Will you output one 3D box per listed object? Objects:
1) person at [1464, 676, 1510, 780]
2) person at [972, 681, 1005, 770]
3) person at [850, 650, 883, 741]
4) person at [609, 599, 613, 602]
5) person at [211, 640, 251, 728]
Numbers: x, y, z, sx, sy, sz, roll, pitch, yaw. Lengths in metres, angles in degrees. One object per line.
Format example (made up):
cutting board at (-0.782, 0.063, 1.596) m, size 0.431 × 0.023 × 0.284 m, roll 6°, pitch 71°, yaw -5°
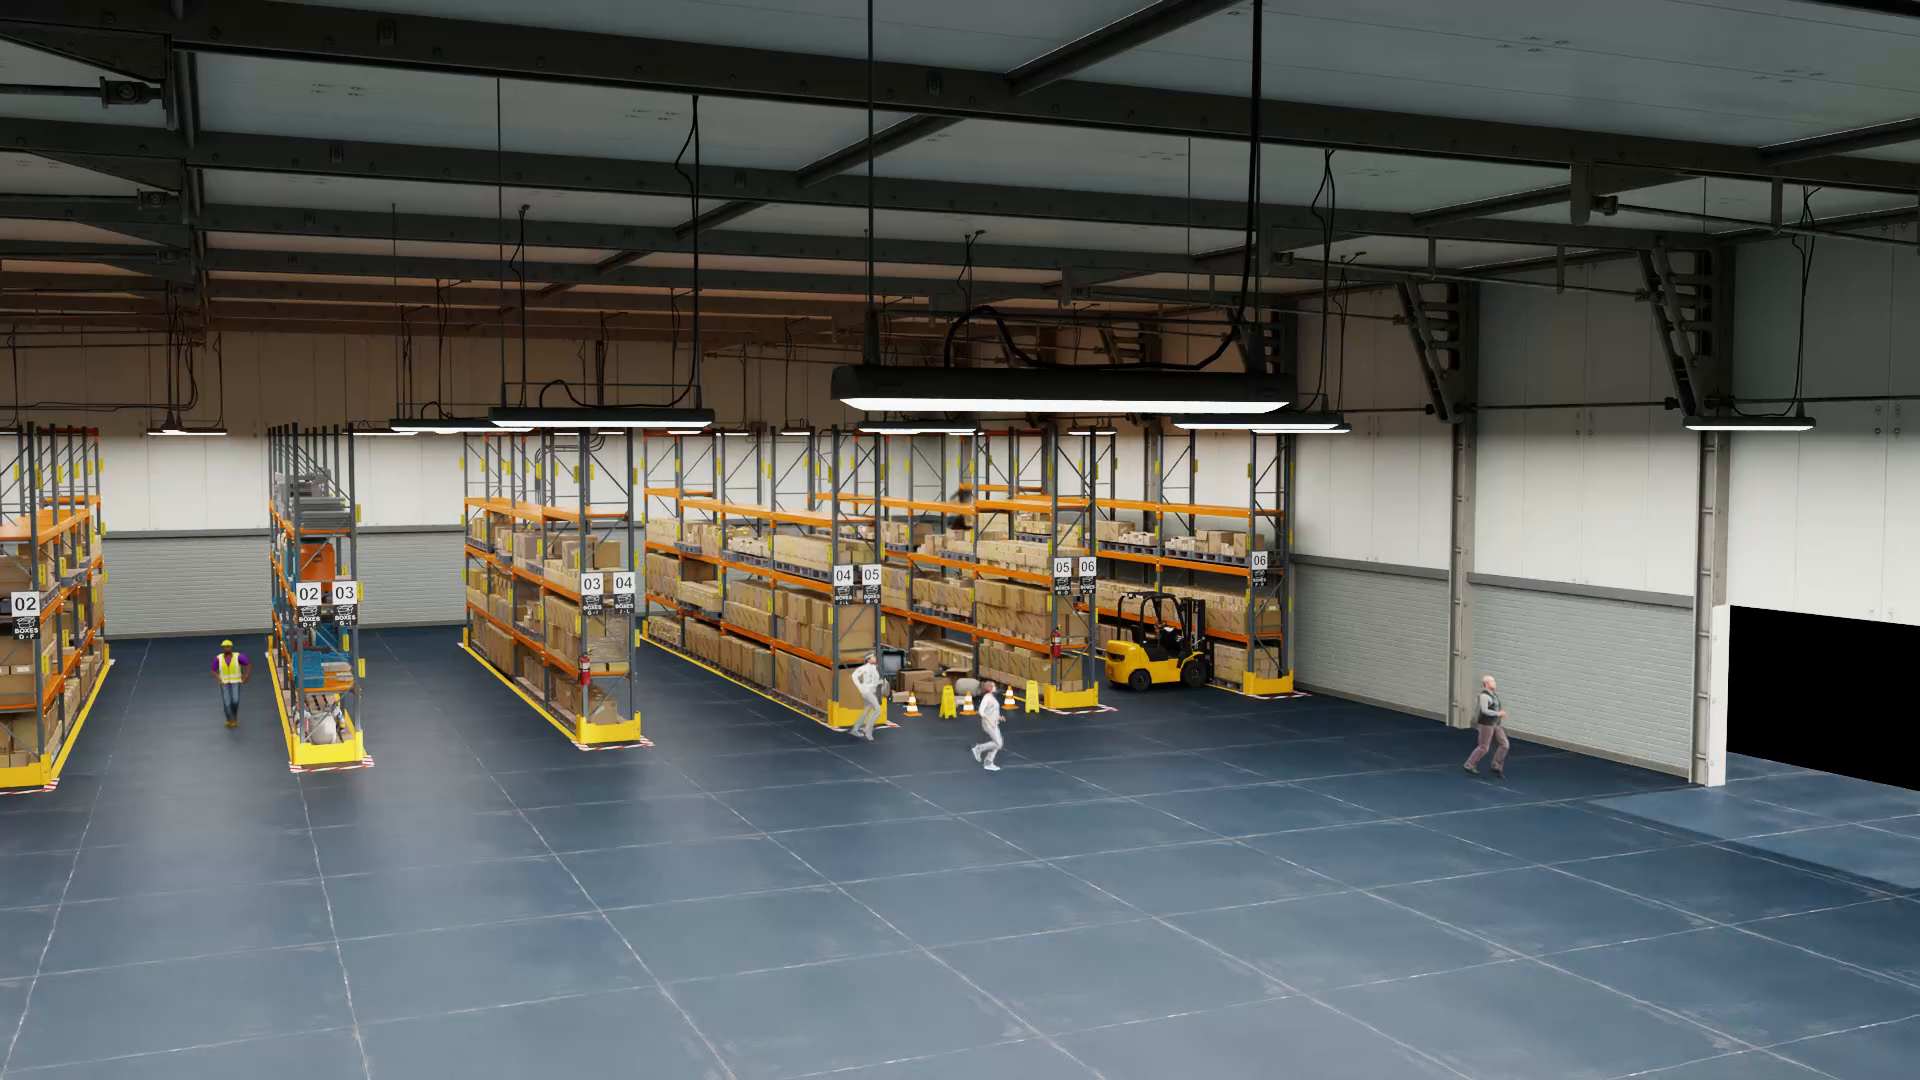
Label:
person at (8.890, 3.165, 28.008) m, size 0.734 × 1.770 × 0.658 m, roll 3°, pitch 4°, yaw 36°
person at (0.520, 3.198, 28.686) m, size 0.504 × 1.554 × 0.537 m, roll 1°, pitch 4°, yaw 12°
person at (-1.759, 2.952, 31.750) m, size 0.625 × 1.714 × 0.593 m, roll 1°, pitch 4°, yaw 15°
person at (-10.281, 1.980, 47.477) m, size 0.761 × 1.716 × 0.593 m, roll 1°, pitch 4°, yaw 22°
person at (-14.435, 2.846, 32.895) m, size 0.712 × 1.737 × 0.651 m, roll -1°, pitch 4°, yaw -18°
